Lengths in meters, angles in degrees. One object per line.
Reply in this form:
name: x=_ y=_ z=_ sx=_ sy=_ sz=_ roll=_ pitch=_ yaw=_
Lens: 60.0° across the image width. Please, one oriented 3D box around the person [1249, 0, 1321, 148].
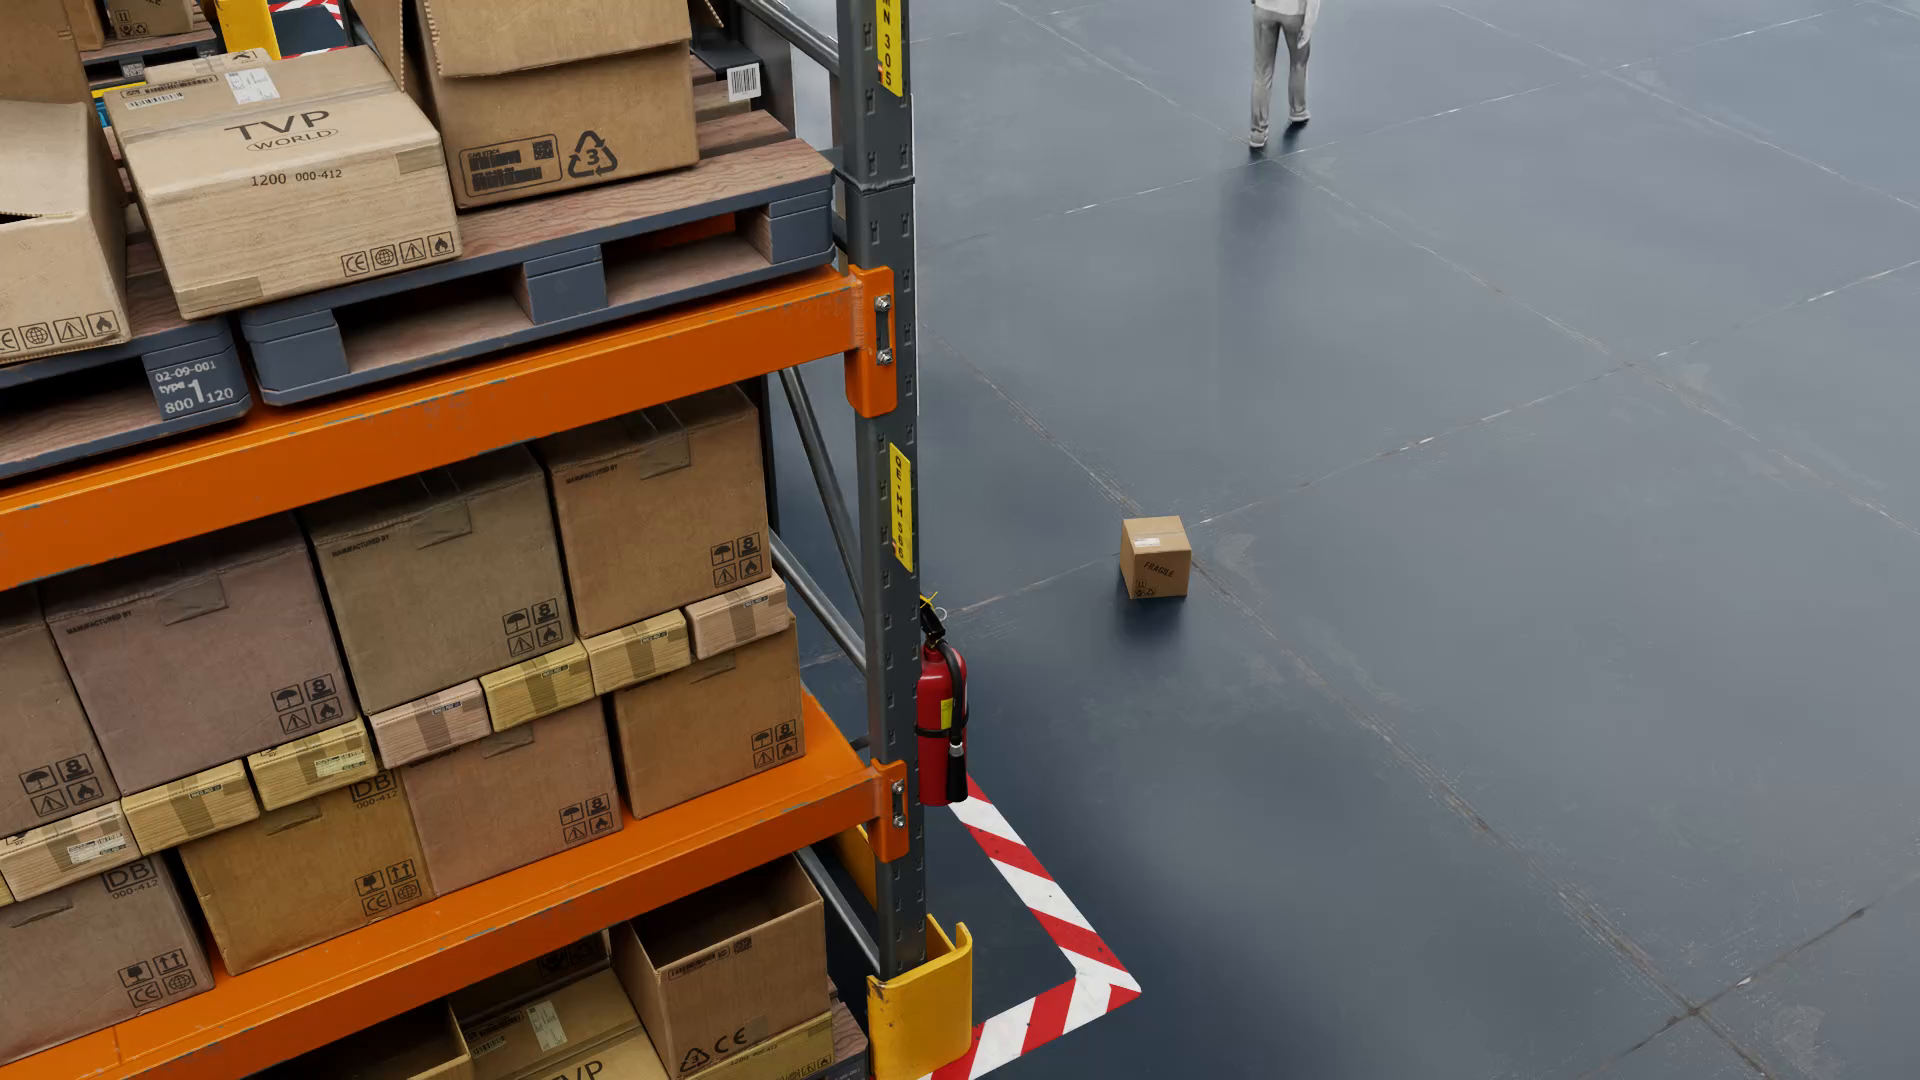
person: x=2.075 y=-3.410 z=10.623 sx=0.490 sy=1.675 sz=0.755 roll=10 pitch=38 yaw=13
